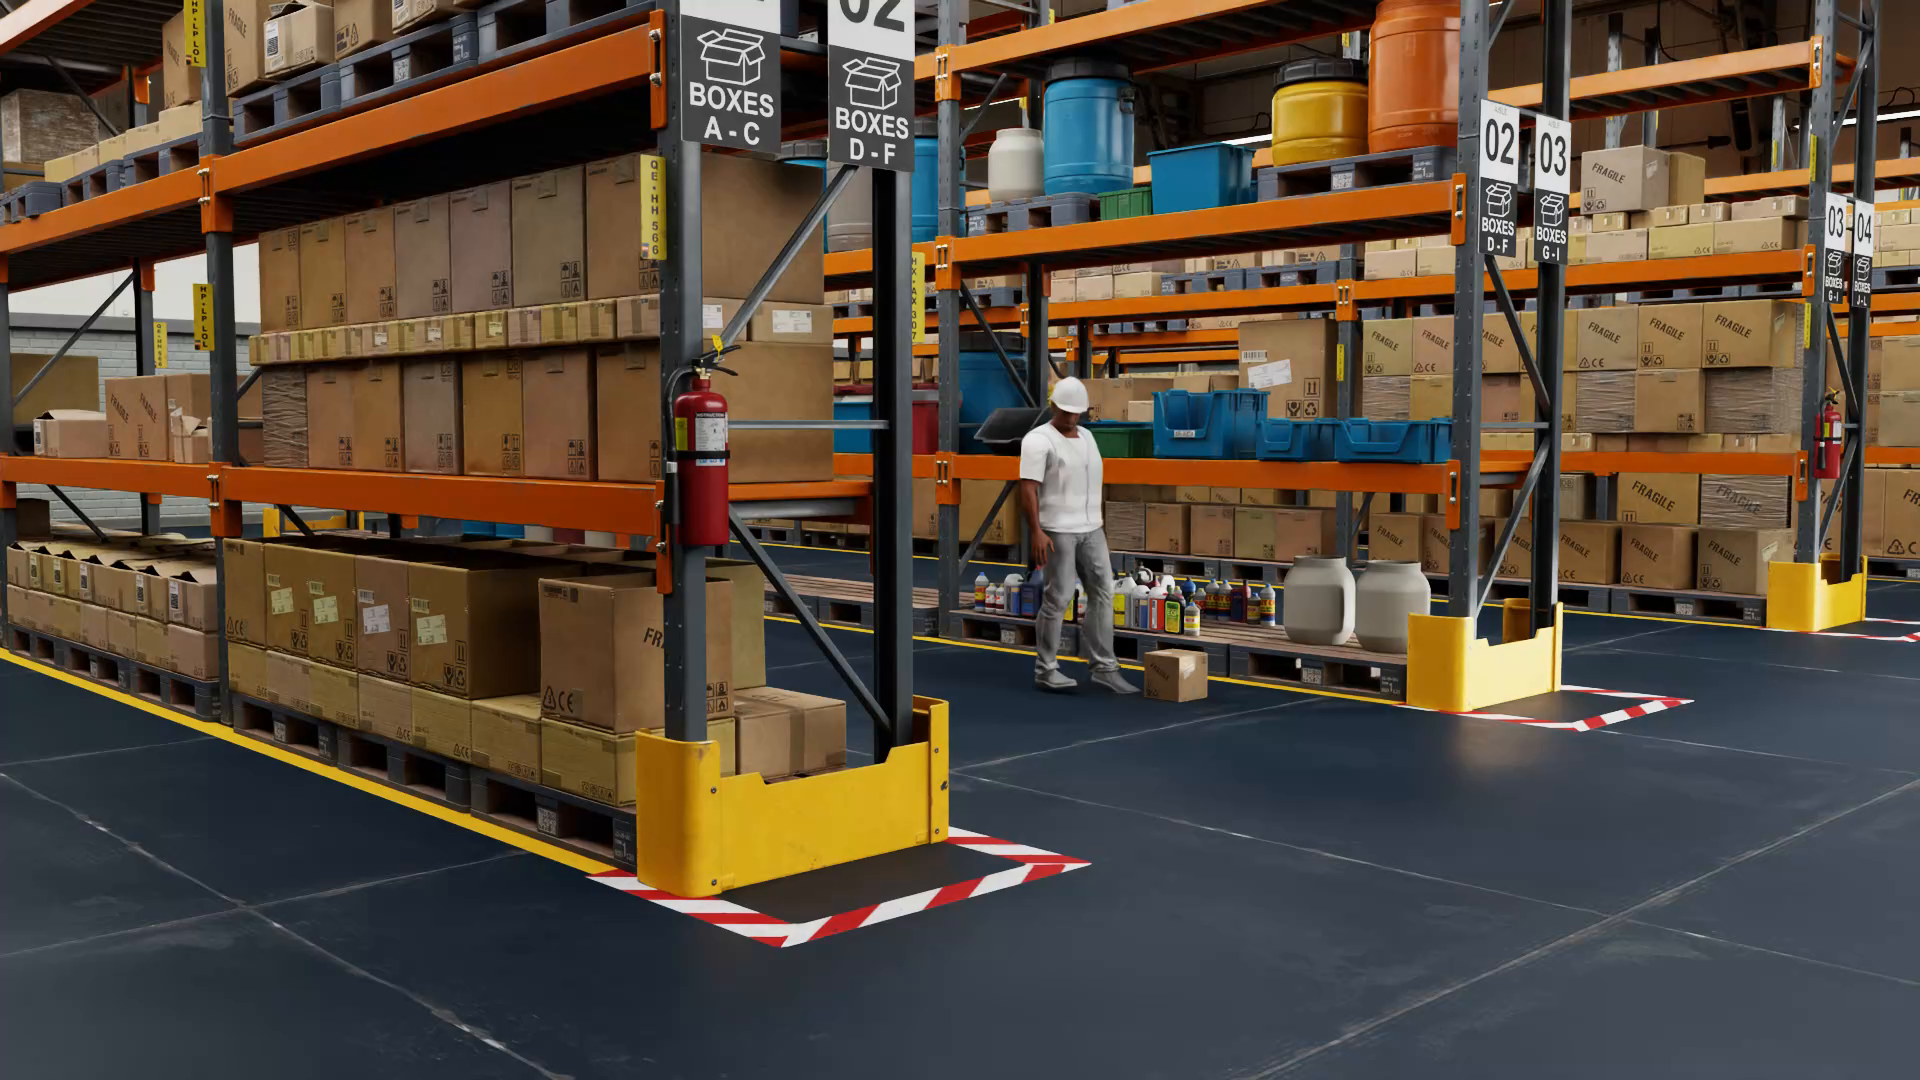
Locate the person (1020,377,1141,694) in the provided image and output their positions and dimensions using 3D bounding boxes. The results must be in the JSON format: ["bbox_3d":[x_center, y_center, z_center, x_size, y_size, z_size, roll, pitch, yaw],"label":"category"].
[{"bbox_3d":[0.666,-0.015,9.347,0.615,1.801,0.550,-4,5,-43],"label":"person"}]
